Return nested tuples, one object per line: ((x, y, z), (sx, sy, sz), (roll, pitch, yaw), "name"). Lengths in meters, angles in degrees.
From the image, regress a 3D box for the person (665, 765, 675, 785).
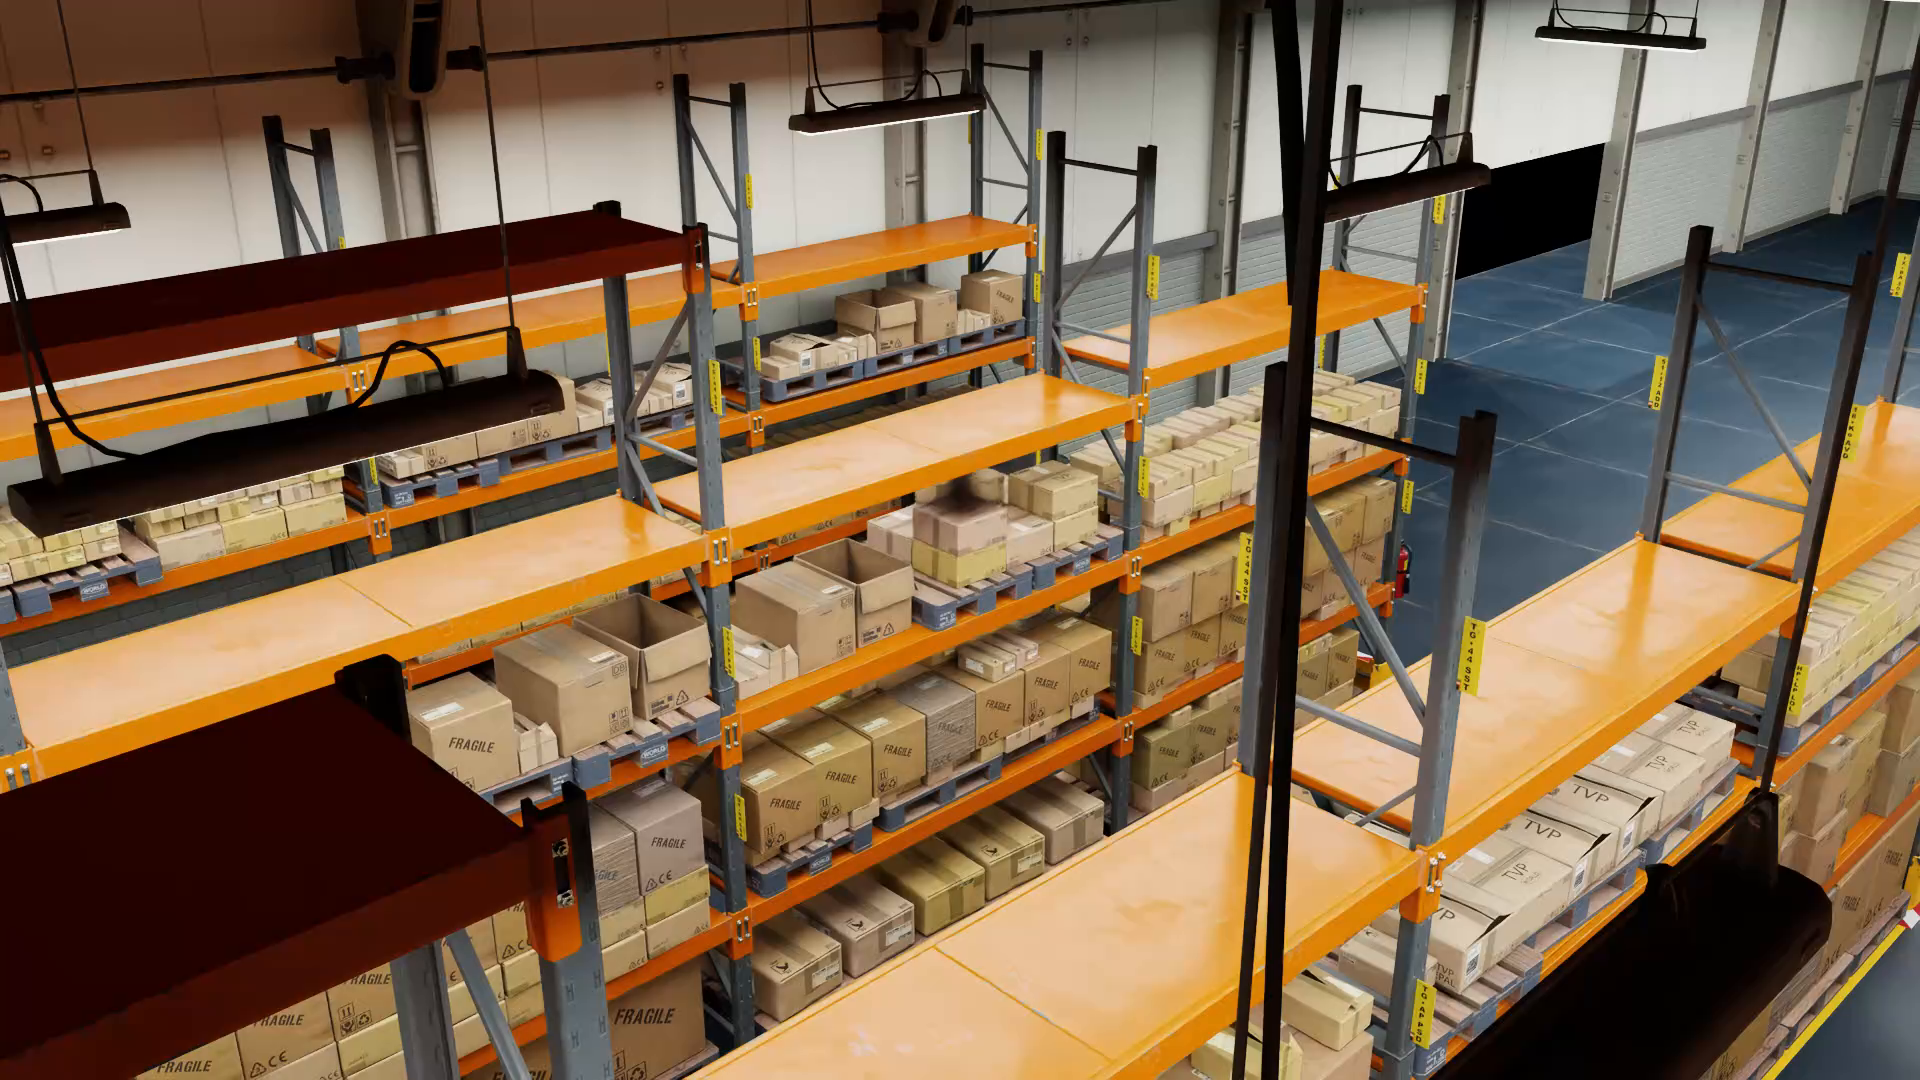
((-2.426, 1.537, 14.811), (0.625, 1.749, 0.514), (-5, 23, -11), "person")
